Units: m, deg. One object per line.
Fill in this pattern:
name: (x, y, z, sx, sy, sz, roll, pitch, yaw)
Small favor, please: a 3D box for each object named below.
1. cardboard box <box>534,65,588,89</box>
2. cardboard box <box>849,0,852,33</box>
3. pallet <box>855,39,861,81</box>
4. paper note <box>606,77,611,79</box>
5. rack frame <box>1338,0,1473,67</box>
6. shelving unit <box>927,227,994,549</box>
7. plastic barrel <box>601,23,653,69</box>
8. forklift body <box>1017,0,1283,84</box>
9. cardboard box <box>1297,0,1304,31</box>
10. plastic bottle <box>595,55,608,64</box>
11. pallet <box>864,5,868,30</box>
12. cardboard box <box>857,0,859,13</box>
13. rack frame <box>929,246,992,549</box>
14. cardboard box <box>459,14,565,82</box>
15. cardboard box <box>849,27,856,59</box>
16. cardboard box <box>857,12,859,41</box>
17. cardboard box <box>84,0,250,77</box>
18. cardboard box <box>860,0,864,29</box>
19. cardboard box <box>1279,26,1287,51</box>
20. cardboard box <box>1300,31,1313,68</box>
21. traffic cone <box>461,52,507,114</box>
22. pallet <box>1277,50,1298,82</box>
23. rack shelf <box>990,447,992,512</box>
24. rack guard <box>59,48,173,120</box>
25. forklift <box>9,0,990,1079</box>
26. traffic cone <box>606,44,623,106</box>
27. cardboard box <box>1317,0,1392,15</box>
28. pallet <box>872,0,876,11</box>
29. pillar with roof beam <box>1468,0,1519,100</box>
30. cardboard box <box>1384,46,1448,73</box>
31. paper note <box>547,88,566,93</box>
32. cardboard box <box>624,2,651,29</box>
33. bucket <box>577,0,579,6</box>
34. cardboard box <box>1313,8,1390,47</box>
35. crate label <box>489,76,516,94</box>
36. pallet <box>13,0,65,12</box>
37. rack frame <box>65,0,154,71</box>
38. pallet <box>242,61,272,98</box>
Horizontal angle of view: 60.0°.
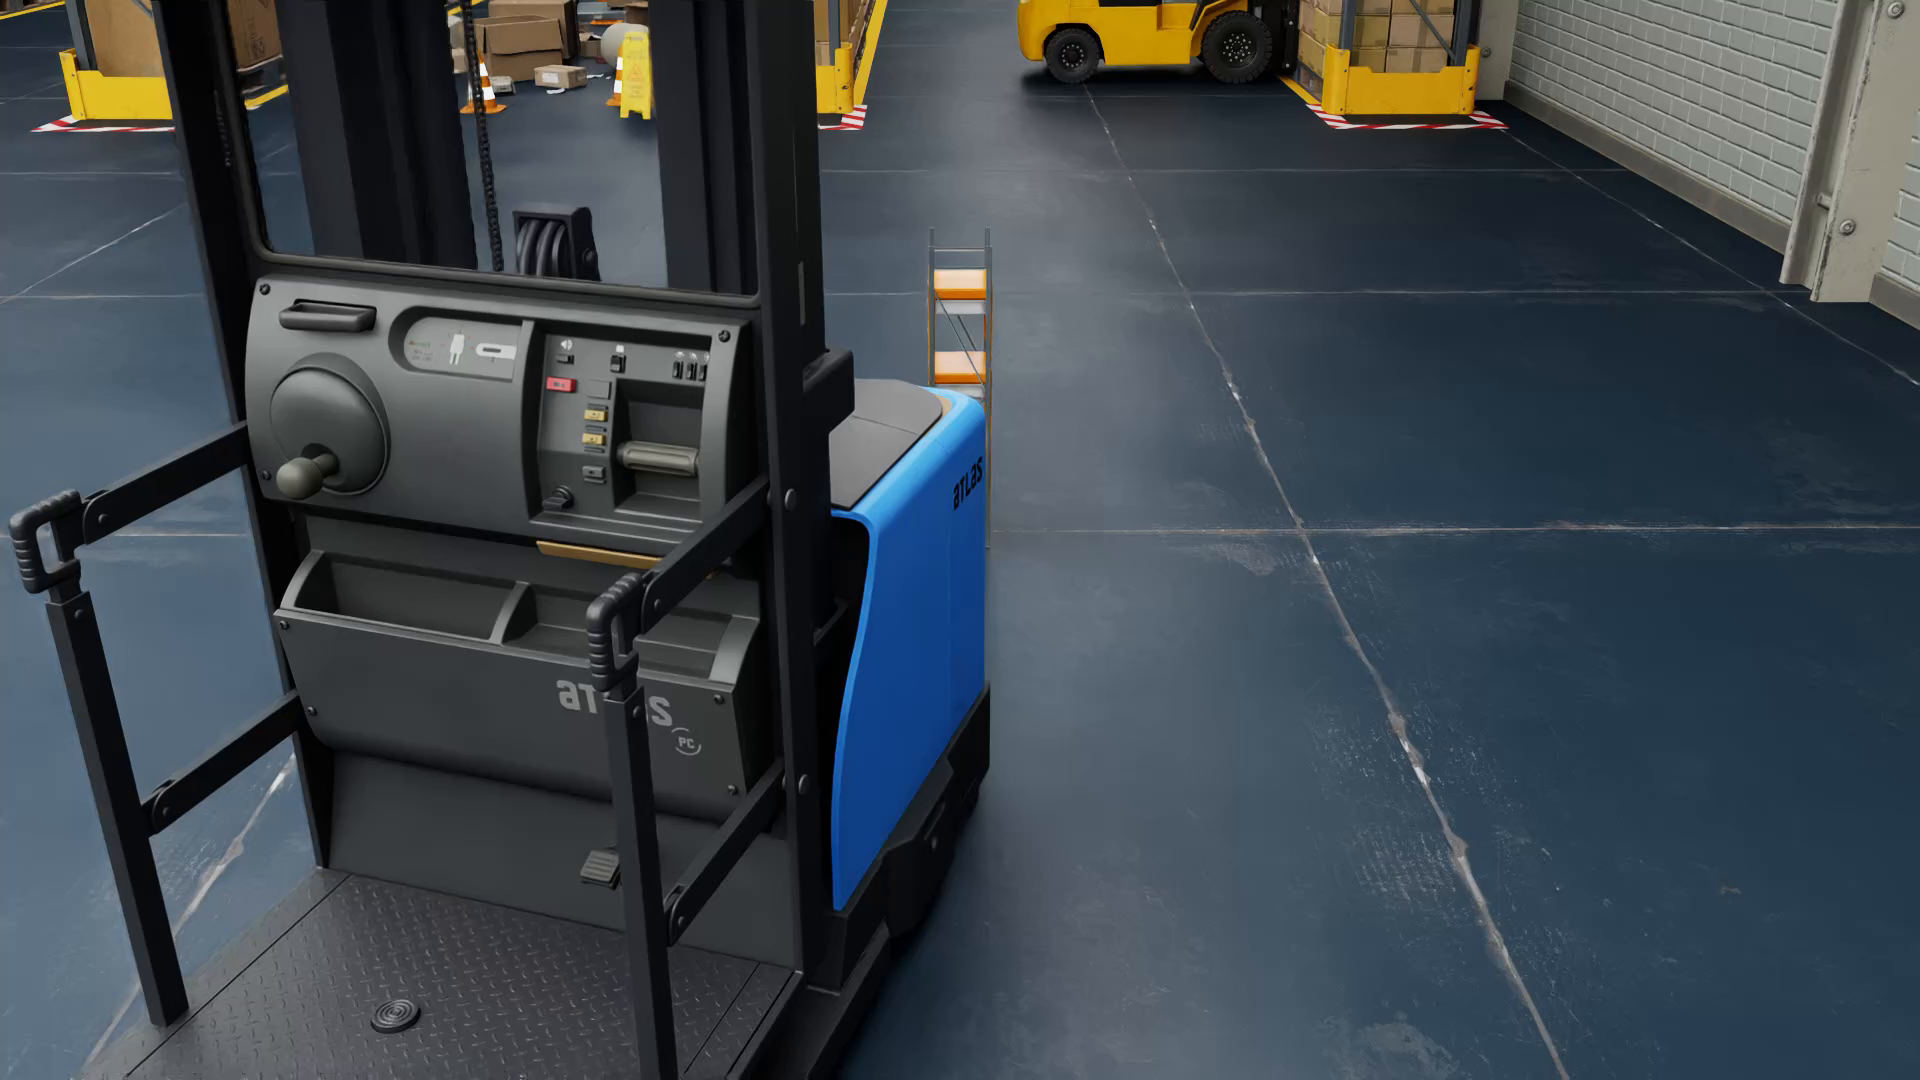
cardboard box: (-3.481, -4.043, 14.508, 0.380, 0.149, 0.250, 13, 27, 27)
cardboard box: (-1.190, -4.650, 14.308, 0.500, 0.500, 0.500, -1, 24, -3)
pallet: (-1.431, -4.408, 15.240, 1.003, 0.211, 1.213, 0, 24, -1)
paper note: (-3.145, -4.142, 14.895, 0.032, 0.001, 0.123, 0, 24, -1)
rack frame: (3.517, -4.835, 12.800, 1.000, 3.000, 0.127, 0, 24, -1)
shelving unit: (-0.001, -0.500, 5.582, 0.215, 1.050, 0.252, 0, 24, -1)
plastic barrel: (-2.983, -4.481, 15.145, 0.512, 0.421, 0.421, 19, 30, 35)
forklift body: (1.672, -5.221, 14.684, 2.313, 2.155, 1.214, 0, 24, -1)
cardboard box: (3.178, -4.619, 14.544, 0.500, 0.250, 0.500, -1, 24, -2)
plastic bottle: (-3.351, -4.580, 15.802, 0.133, 0.061, 0.283, 4, 25, 9)
pallet: (-1.500, -5.509, 17.675, 1.003, 0.211, 1.213, 0, 24, -1)
cardboard box: (-1.201, -5.077, 15.252, 0.500, 0.500, 0.500, 1, 24, 2)
rack frame: (0.001, -0.450, 5.471, 0.200, 1.050, 0.008, 0, 24, -1)
cardboard box: (-3.997, -4.386, 14.836, 0.797, 0.503, 0.637, -19, 31, -36)
cardboard box: (-1.177, -4.293, 14.430, 0.500, 0.250, 0.500, 1, 24, 1)
cardboard box: (-1.198, -4.726, 15.387, 0.500, 0.250, 0.500, 0, 24, 0)
cardboard box: (-6.469, -4.249, 13.574, 0.875, 0.875, 0.875, 0, 24, 0)
cardboard box: (-1.215, -5.155, 16.335, 0.500, 0.250, 0.500, 1, 24, 2)
cardboard box: (3.175, -4.590, 15.087, 0.500, 0.250, 0.500, 1, 24, 1)
cardboard box: (3.200, -4.170, 14.158, 0.500, 0.250, 0.500, 0, 24, -1)
traffic cone: (-3.847, -3.681, 13.328, 0.336, 0.463, 0.334, 0, 24, -1)
pallet: (3.456, -4.381, 15.179, 1.003, 0.211, 1.213, 0, 24, -1)
rack shelf: (-0.001, -0.238, 5.701, 0.215, 0.259, 0.240, 0, 24, -1)
rack guard: (-6.395, -3.598, 13.099, 1.175, 0.500, 0.348, 0, 24, -1)
forklift: (-0.866, -0.193, 2.619, 1.130, 2.935, 3.031, 8, 25, 16)
traffic cone: (-2.741, -3.826, 13.649, 0.336, 0.463, 0.334, 0, 24, -1)
cardboard box: (3.200, -4.417, 13.490, 0.500, 0.250, 0.500, 1, 24, 1)
pallet: (-1.527, -6.515, 19.898, 1.003, 0.211, 1.213, 0, 24, -1)
pillar with roof beam: (0.106, -7.840, 12.164, 9.100, 9.000, 0.400, 0, 24, -1)
cardboard box: (3.707, -3.976, 13.729, 0.500, 0.250, 0.500, 0, 24, 0)
paper note: (-3.447, -3.839, 14.200, 0.148, 0.019, 0.142, -9, 26, -19)
cardboard box: (-2.839, -4.874, 15.916, 0.500, 0.500, 0.500, 19, 30, 35)
bucket: (-4.132, -5.550, 16.510, 0.726, 0.611, 0.620, 8, 16, 18)
cardboard box: (3.199, -4.200, 13.617, 0.500, 0.250, 0.500, -1, 24, -1)
crate label: (-3.918, -3.856, 14.111, 0.250, 0.136, 0.298, -14, 28, -28)
pallet: (-11.436, -6.470, 19.800, 1.003, 0.211, 1.213, 0, 24, -1)
rack frame: (-6.395, -4.747, 12.606, 1.000, 3.000, 0.127, 0, 24, -1)
pallet: (-6.482, -3.805, 13.908, 1.003, 0.211, 1.213, 0, 24, -1)
